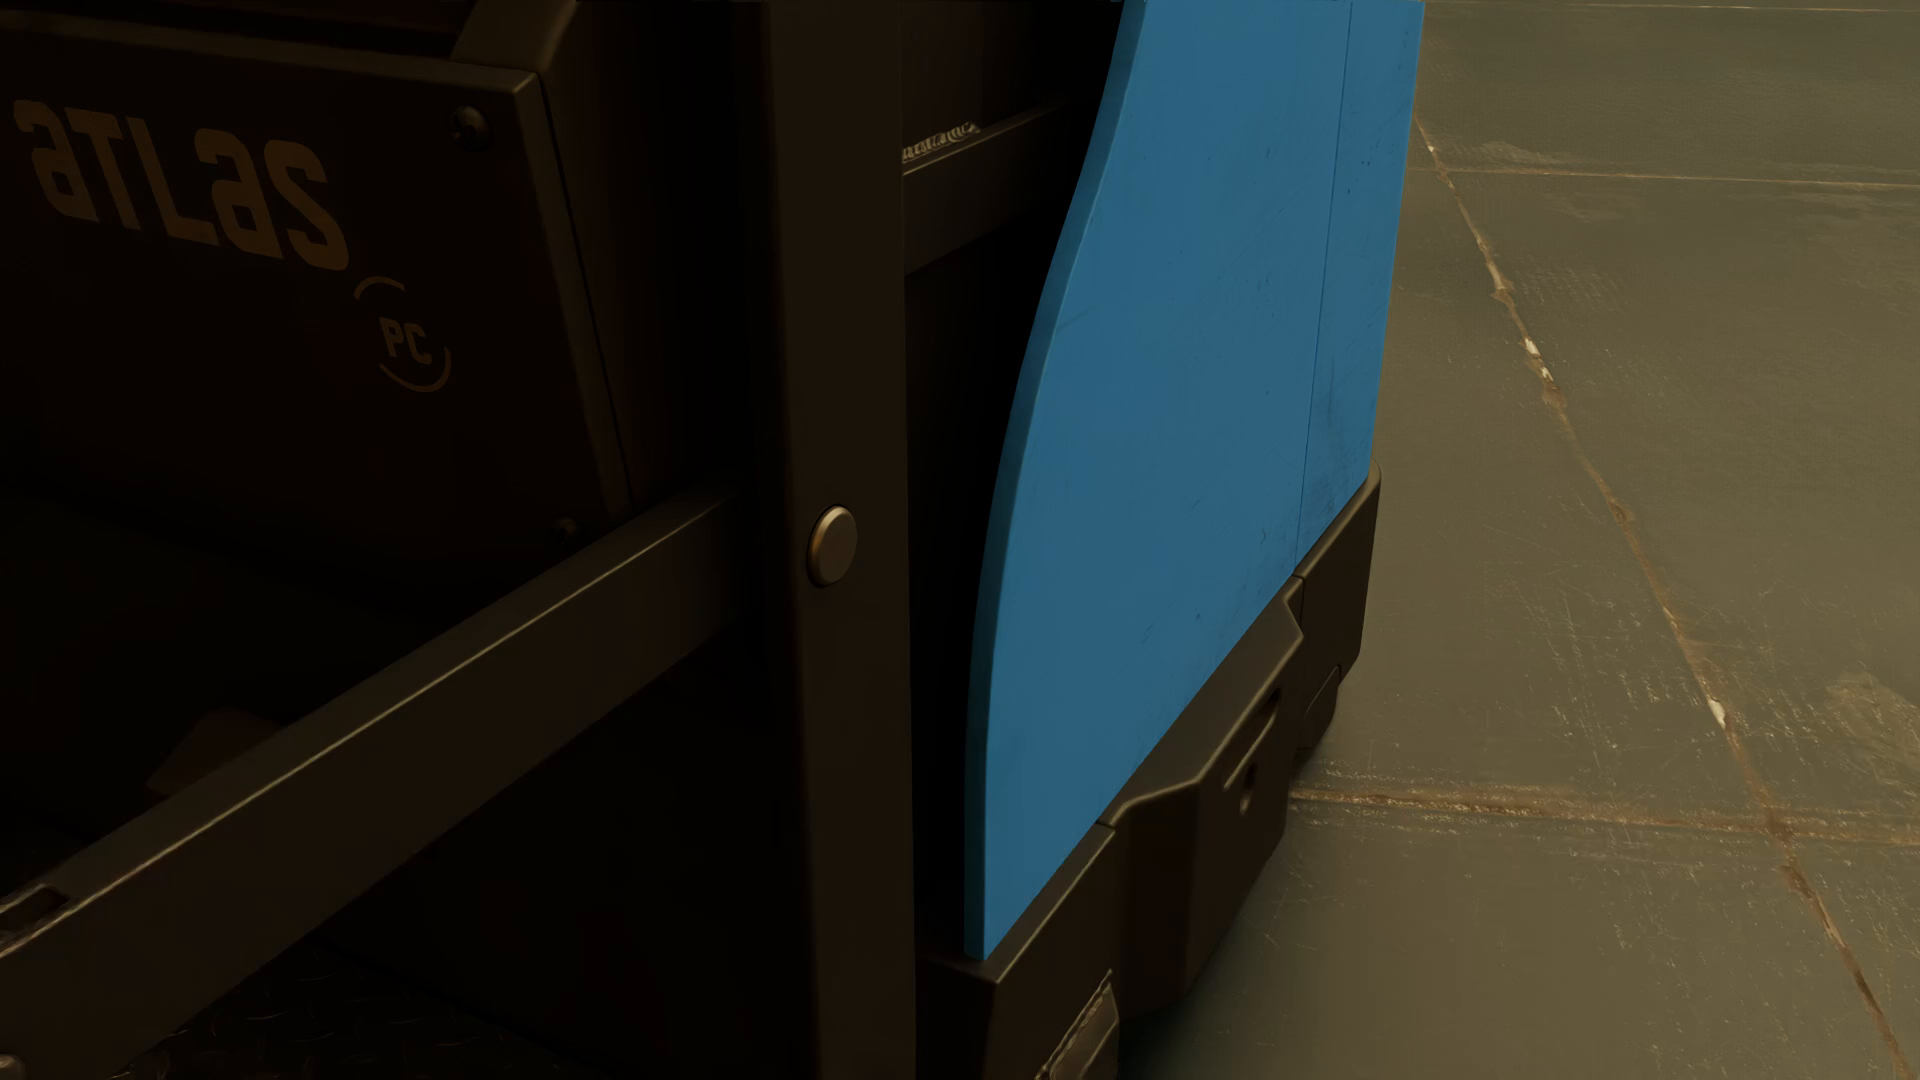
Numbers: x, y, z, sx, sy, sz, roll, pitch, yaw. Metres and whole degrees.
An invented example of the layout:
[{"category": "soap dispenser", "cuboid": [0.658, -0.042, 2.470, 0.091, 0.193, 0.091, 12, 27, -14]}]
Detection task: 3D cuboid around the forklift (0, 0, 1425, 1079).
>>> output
[{"category": "forklift", "cuboid": [-0.649, -0.661, 0.542, 1.130, 2.935, 3.031, 14, 30, 25]}]
